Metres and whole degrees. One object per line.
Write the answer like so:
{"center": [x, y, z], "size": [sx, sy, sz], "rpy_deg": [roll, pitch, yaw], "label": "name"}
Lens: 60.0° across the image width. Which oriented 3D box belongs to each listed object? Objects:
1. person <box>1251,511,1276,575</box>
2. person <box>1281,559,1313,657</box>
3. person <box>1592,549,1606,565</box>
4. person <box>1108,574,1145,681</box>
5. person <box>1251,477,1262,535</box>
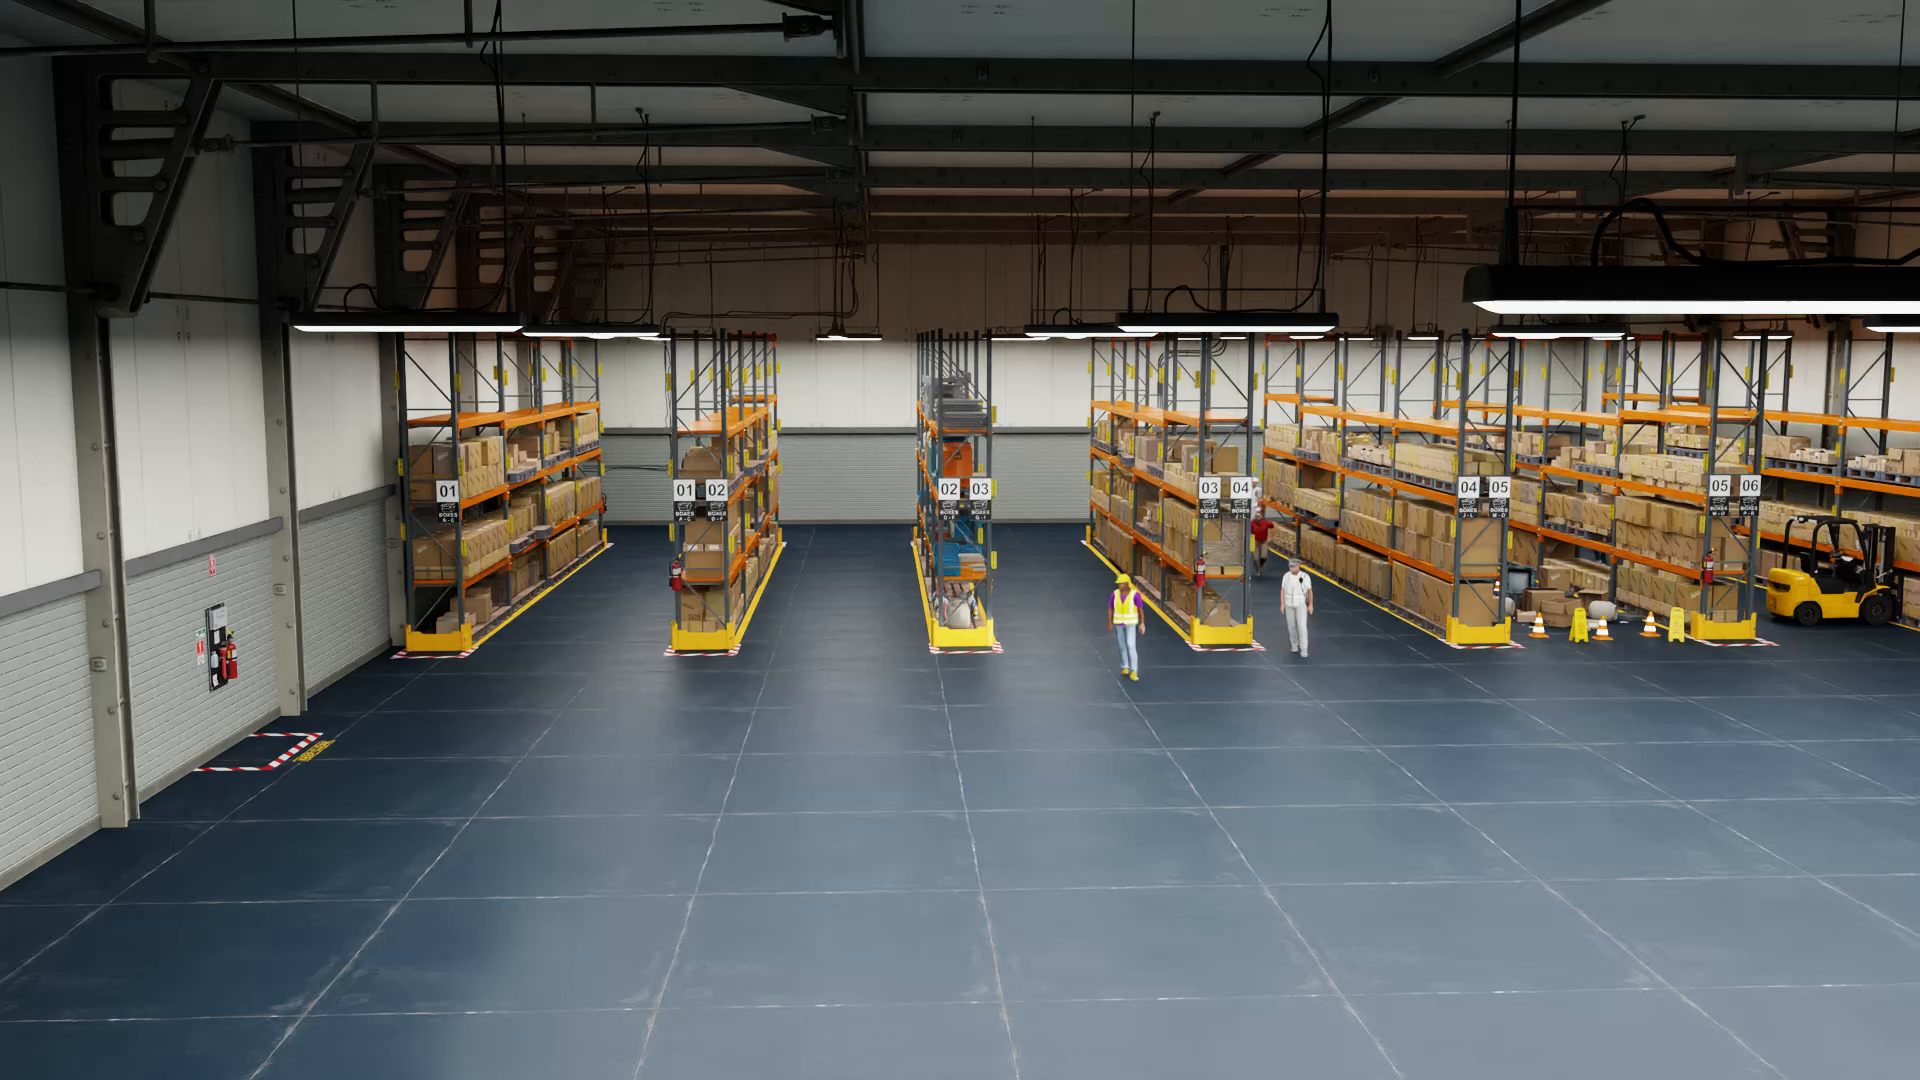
{"center": [7.423, 0.085, 41.032], "size": [0.714, 1.633, 0.707], "rpy_deg": [1, 7, 8], "label": "person"}
{"center": [6.225, 1.243, 30.830], "size": [0.638, 1.784, 0.609], "rpy_deg": [4, 8, 31], "label": "person"}
{"center": [16.591, -0.122, 43.023], "size": [0.443, 1.615, 0.362], "rpy_deg": [-4, 8, -32], "label": "person"}
{"center": [2.832, 1.476, 28.648], "size": [0.656, 1.762, 0.667], "rpy_deg": [3, 7, 25], "label": "person"}
{"center": [8.618, -0.956, 48.953], "size": [0.487, 1.784, 0.584], "rpy_deg": [-3, 7, -24], "label": "person"}
